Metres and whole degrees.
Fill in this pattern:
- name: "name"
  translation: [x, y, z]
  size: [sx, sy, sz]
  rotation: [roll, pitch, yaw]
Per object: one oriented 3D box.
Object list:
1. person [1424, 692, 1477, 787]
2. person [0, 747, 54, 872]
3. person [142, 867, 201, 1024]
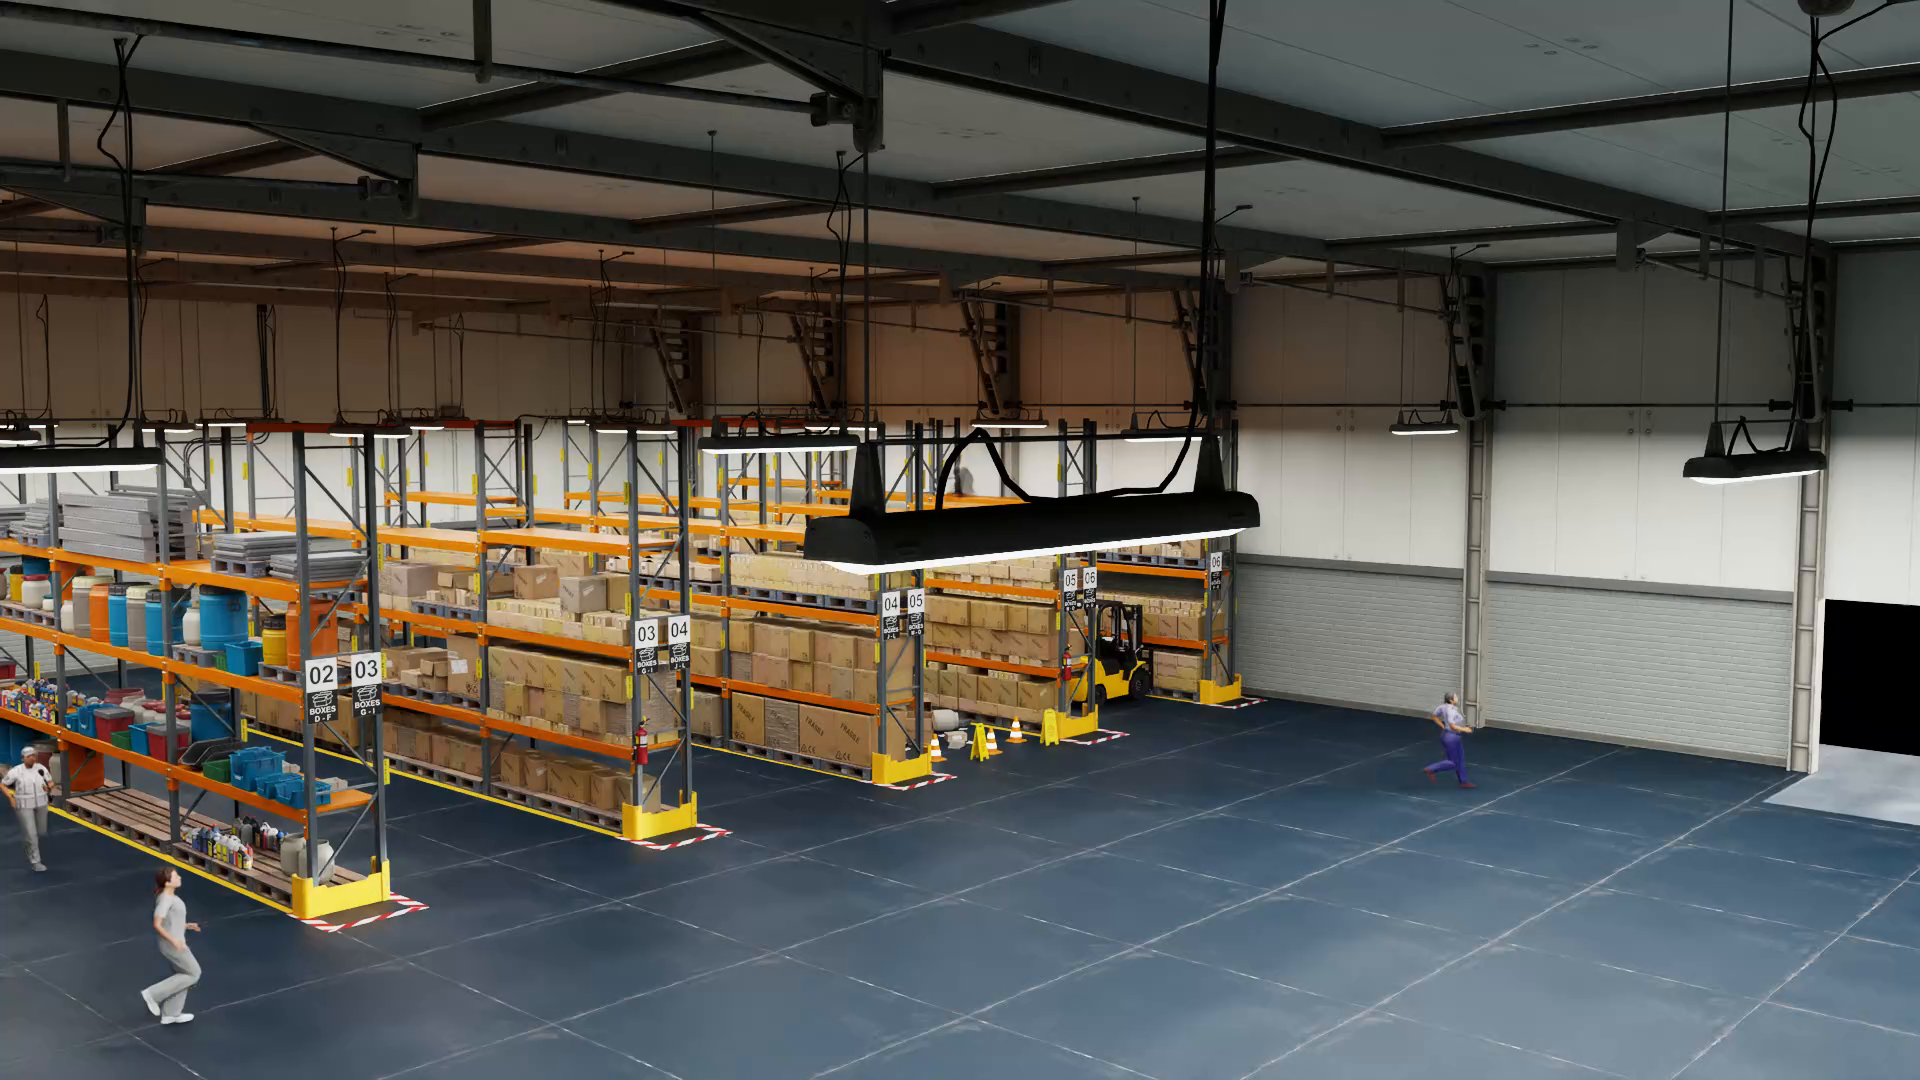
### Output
- name: "person"
  translation: [8.073, 3.294, 27.348]
  size: [0.932, 1.602, 0.621]
  rotation: [0, 5, -1]
- name: "person"
  translation: [-12.694, 3.644, 22.708]
  size: [0.918, 1.632, 0.615]
  rotation: [4, 6, 37]
- name: "person"
  translation: [-8.057, 4.136, 16.984]
  size: [0.570, 1.626, 0.572]
  rotation: [-2, 5, -26]
